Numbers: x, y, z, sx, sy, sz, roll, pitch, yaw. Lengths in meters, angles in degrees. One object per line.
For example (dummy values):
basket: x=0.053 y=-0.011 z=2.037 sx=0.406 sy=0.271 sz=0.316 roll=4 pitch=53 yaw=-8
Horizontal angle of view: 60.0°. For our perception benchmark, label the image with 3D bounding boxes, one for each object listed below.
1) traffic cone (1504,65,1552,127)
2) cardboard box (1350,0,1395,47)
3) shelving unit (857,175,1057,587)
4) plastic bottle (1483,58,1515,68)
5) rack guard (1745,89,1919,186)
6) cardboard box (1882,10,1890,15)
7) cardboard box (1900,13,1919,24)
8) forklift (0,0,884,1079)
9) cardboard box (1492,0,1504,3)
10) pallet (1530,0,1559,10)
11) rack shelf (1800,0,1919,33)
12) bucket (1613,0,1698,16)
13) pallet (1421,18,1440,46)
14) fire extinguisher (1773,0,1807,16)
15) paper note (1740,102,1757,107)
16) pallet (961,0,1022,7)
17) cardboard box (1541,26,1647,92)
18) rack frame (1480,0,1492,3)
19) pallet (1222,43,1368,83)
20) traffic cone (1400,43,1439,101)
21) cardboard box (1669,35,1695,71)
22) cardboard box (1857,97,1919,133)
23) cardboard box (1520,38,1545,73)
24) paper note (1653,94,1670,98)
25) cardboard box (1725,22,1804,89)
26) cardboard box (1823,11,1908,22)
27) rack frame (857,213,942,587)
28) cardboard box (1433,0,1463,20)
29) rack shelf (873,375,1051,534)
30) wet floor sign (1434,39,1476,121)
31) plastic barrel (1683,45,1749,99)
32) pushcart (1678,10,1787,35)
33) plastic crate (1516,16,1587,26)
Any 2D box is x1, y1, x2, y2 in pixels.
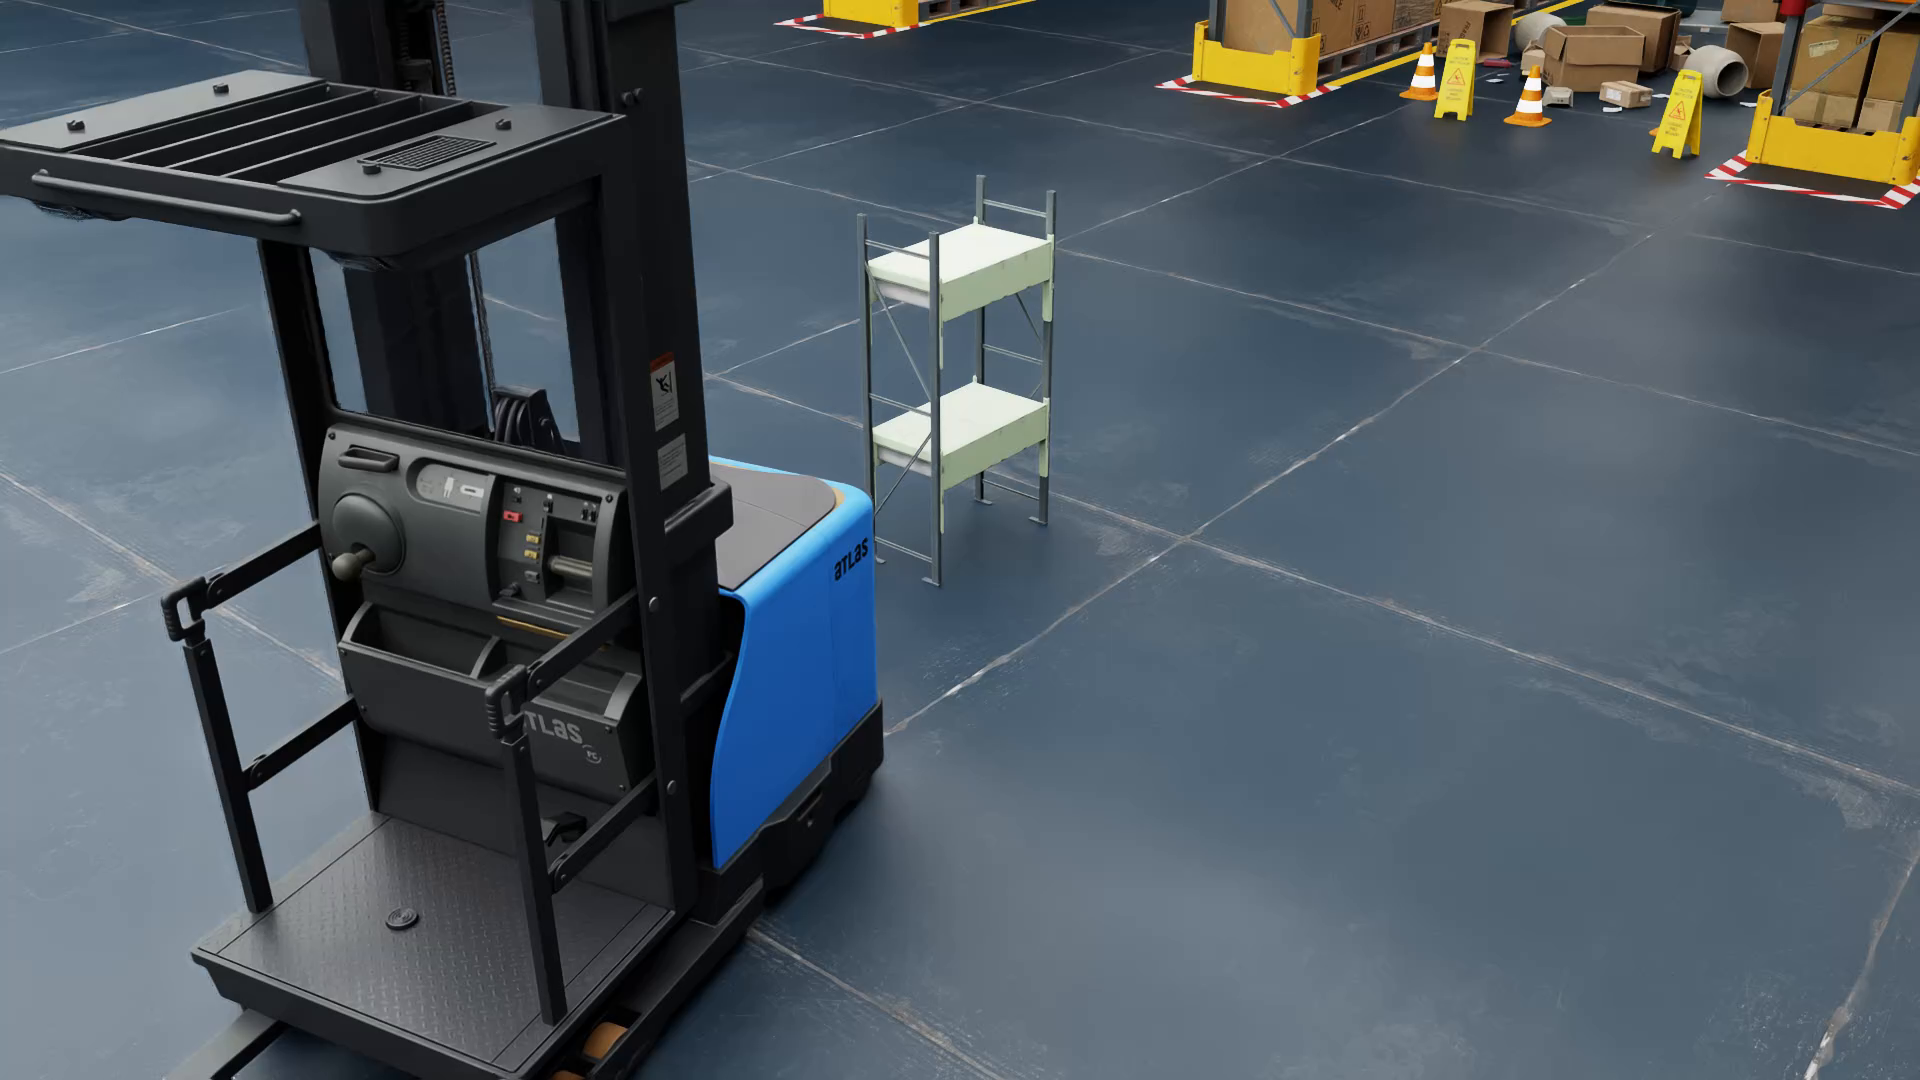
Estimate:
traffic cone: x=4.819 y=-3.758 z=14.011 sx=0.336 sy=0.463 sz=0.334 roll=21 pitch=34 yaw=34
cardboard box: x=3.668 y=-5.378 z=16.236 sx=0.875 sy=0.875 sz=0.875 roll=20 pitch=34 yaw=34
shelving unit: x=-0.004 y=-0.664 z=6.901 sx=0.431 sy=1.500 sz=0.755 roll=21 pitch=34 yaw=34
plastic bottle: x=5.227 y=-4.621 z=16.116 sx=0.283 sy=0.061 sz=0.133 roll=9 pitch=29 yaw=17
rack guard: x=6.662 y=-3.068 z=12.637 sx=1.175 sy=0.500 sz=0.348 roll=21 pitch=34 yaw=34
cardboard box: x=7.266 y=-4.336 z=13.381 sx=0.380 sy=0.149 sz=0.250 roll=21 pitch=34 yaw=35
cardboard box: x=7.684 y=-3.850 z=13.148 sx=0.500 sy=0.500 sz=0.500 roll=19 pitch=33 yaw=33
forklift: x=-1.346 y=0.005 z=4.050 sx=1.130 sy=2.935 sz=3.031 roll=12 pitch=30 yaw=22
cardboard box: x=5.599 y=-6.414 z=18.376 sx=1.050 sy=0.750 sz=0.750 roll=21 pitch=34 yaw=34
pallet: x=6.482 y=-6.472 z=19.531 sx=1.003 sy=0.211 sz=1.213 roll=21 pitch=34 yaw=34
rack shelf: x=7.885 y=-4.541 z=13.547 sx=1.077 sy=0.370 sz=4.000 roll=21 pitch=34 yaw=34
bucket: x=6.966 y=-5.480 z=16.486 sx=0.620 sy=0.611 sz=0.726 roll=-5 pitch=26 yaw=-32
pallet: x=4.730 y=-5.495 z=17.643 sx=1.003 sy=0.211 sz=1.213 roll=21 pitch=34 yaw=34
fire extinguisher: x=6.185 y=-4.211 z=12.210 sx=0.296 sy=0.674 sz=0.183 roll=21 pitch=34 yaw=34
paper note: x=6.953 y=-3.842 z=14.643 sx=0.142 sy=0.019 sz=0.148 roll=9 pitch=29 yaw=17
pallet: x=0.335 y=-6.545 z=19.671 sx=1.003 sy=0.211 sz=1.213 roll=21 pitch=34 yaw=34
cardboard box: x=5.777 y=-4.405 z=15.218 sx=0.797 sy=0.503 sz=0.637 roll=0 pitch=27 yaw=0
rack frame: x=5.274 y=-6.981 z=17.479 sx=1.000 sy=3.000 sz=0.127 roll=21 pitch=34 yaw=34
pallet: x=3.178 y=-4.630 z=15.971 sx=1.003 sy=0.211 sz=1.213 roll=21 pitch=34 yaw=34
traffic cone: x=4.163 y=-4.209 z=14.882 sx=0.336 sy=0.463 sz=0.334 roll=21 pitch=34 yaw=34
cardboard box: x=6.983 y=-4.694 z=16.034 sx=0.258 sy=0.266 sz=0.396 roll=0 pitch=27 yaw=0
cardboard box: x=7.340 y=-3.322 z=12.942 sx=0.500 sy=0.250 sz=0.500 roll=20 pitch=34 yaw=34
cardboard box: x=5.602 y=-4.619 z=15.889 sx=0.258 sy=0.266 sz=0.396 roll=-21 pitch=34 yaw=-35
paper note: x=6.335 y=-4.002 z=14.965 sx=0.142 sy=0.019 sz=0.148 roll=-15 pitch=31 yaw=-27
cardboard box: x=7.426 y=-4.478 z=15.360 sx=0.500 sy=0.500 sz=0.500 roll=-5 pitch=28 yaw=-9
cardboard box: x=7.251 y=-3.996 z=13.430 sx=0.500 sy=0.500 sz=0.500 roll=22 pitch=35 yaw=36
rack frame: x=-0.237 y=-0.534 z=6.650 sx=0.400 sy=1.500 sz=0.023 roll=21 pitch=34 yaw=34
cardboard box: x=4.820 y=-6.021 z=17.479 sx=0.875 sy=0.875 sz=0.875 roll=21 pitch=34 yaw=35
rack shelf: x=-0.004 y=-0.374 z=7.051 sx=0.431 sy=0.370 sz=0.720 roll=21 pitch=34 yaw=34
wet floor sign: x=4.239 y=-3.928 z=14.140 sx=0.267 sy=0.644 sz=0.232 roll=15 pitch=31 yaw=26
plastic barrel: x=6.759 y=-4.182 z=14.873 sx=0.421 sy=0.421 sz=0.512 roll=-5 pitch=28 yaw=-9
pushcart: x=7.366 y=-5.054 z=16.608 sx=1.648 sy=0.377 sz=0.936 roll=9 pitch=29 yaw=17
plastic crate: x=6.174 y=-5.313 z=17.253 sx=0.662 sy=0.188 sz=0.450 roll=-10 pitch=19 yaw=-18
